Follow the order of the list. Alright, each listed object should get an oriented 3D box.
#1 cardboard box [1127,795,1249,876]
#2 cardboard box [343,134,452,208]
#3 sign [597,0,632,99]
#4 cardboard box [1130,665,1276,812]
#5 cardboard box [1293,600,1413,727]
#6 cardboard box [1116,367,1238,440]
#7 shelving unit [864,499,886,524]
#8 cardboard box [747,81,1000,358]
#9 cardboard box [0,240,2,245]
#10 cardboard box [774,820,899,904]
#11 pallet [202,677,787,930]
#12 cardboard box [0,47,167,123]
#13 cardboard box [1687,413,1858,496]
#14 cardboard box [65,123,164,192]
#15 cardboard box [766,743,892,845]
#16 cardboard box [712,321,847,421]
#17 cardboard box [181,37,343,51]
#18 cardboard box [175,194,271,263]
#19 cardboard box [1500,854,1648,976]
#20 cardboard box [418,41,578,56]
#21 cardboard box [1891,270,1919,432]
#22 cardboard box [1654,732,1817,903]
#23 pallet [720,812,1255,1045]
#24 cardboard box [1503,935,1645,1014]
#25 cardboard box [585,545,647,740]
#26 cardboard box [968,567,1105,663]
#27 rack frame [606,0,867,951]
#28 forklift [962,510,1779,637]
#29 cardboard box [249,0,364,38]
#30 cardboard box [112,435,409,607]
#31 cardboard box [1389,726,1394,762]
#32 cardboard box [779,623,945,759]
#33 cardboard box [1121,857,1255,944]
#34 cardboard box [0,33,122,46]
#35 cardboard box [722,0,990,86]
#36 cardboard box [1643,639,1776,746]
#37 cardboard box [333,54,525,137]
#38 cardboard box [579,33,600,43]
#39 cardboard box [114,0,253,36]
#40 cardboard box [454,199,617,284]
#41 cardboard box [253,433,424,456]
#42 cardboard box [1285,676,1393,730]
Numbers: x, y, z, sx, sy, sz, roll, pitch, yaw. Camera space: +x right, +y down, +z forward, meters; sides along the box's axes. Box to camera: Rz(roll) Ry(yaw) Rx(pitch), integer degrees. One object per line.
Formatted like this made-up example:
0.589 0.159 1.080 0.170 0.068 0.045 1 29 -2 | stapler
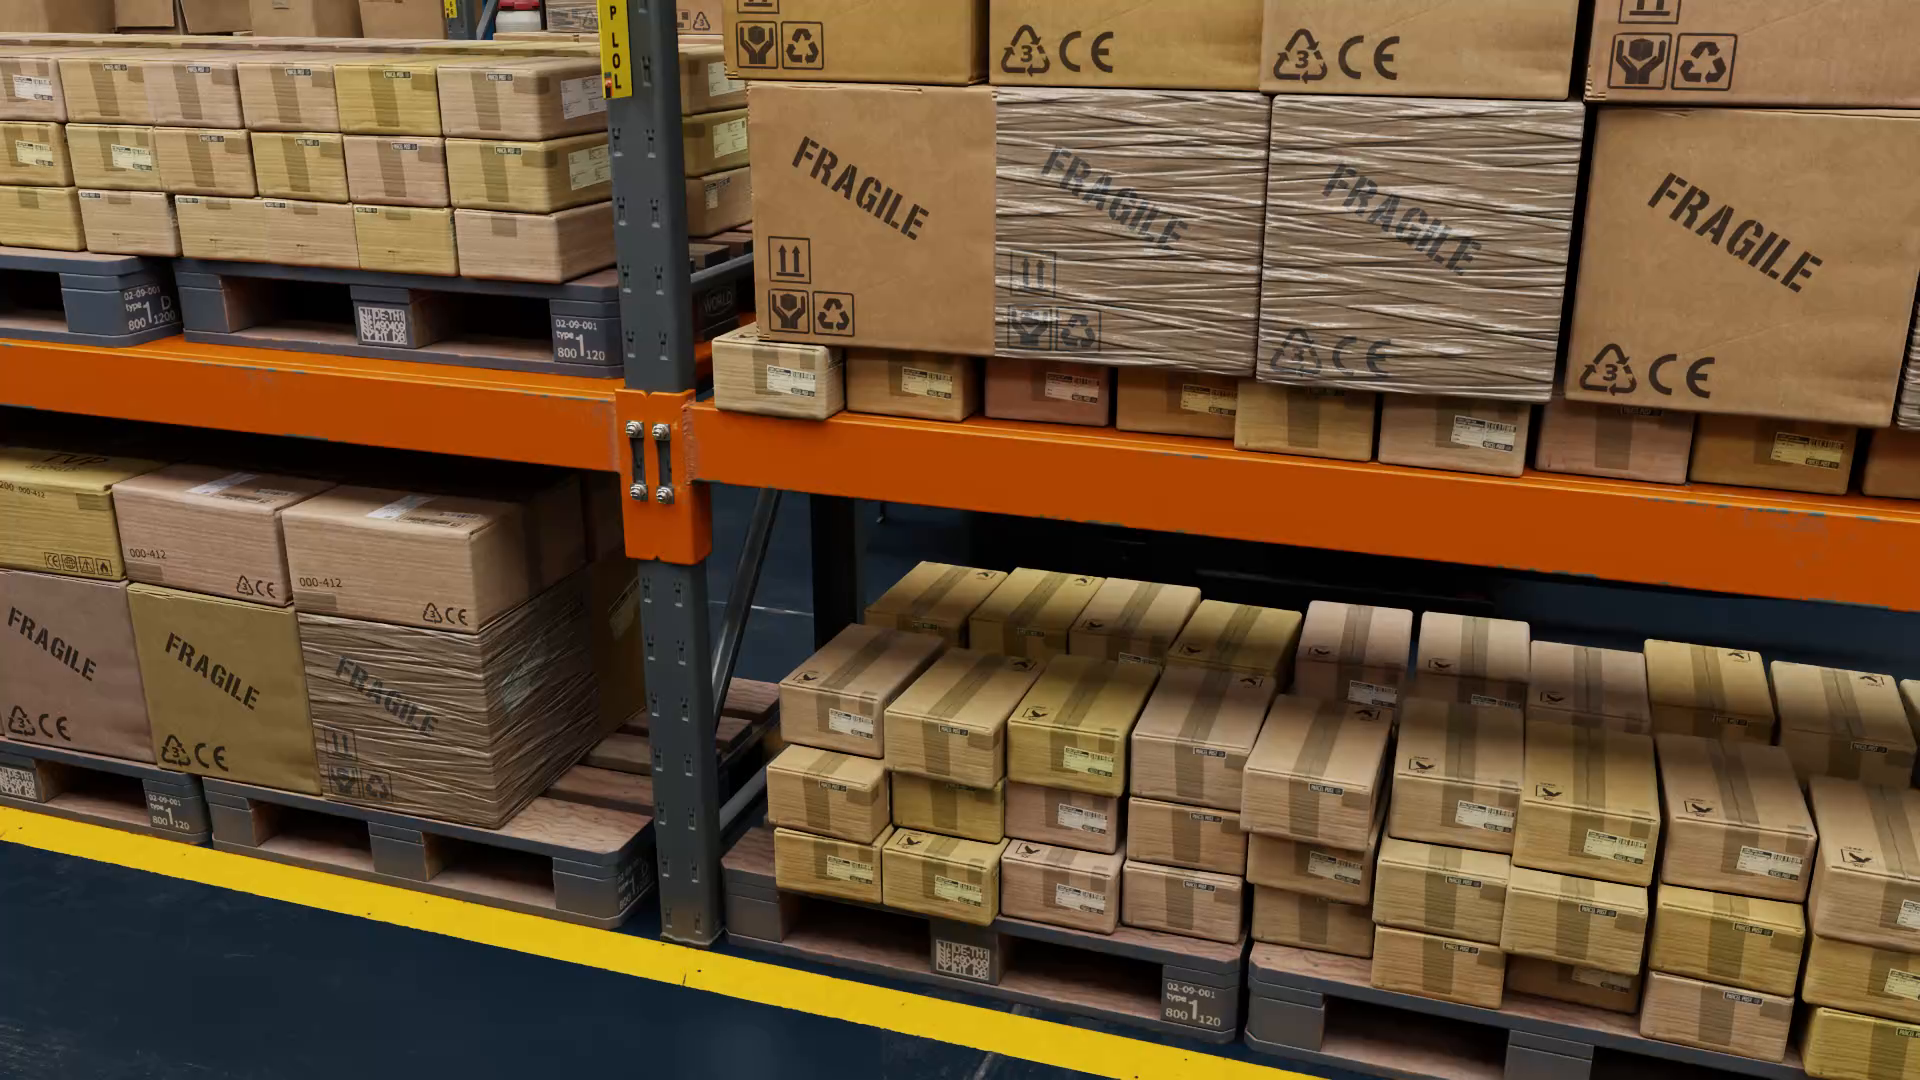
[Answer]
0.525 0.563 3.646 0.250 0.149 0.380 5 20 15 | cardboard box
-1.166 -0.858 3.772 0.250 0.149 0.380 7 20 18 | cardboard box
-0.655 -1.002 3.134 0.005 0.325 0.100 7 20 18 | sign
0.531 0.422 3.598 0.250 0.149 0.380 6 20 17 | cardboard box
0.943 0.289 3.979 0.250 0.149 0.380 6 20 15 | cardboard box
0.476 -0.329 3.343 0.250 0.149 0.380 6 20 16 | cardboard box
-0.133 -0.997 6.247 0.503 2.100 0.431 5 20 15 | shelving unit
-0.091 -0.684 3.377 0.500 0.500 0.500 6 20 17 | cardboard box
-2.400 -0.857 4.223 0.250 0.149 0.380 6 20 16 | cardboard box
-0.238 0.659 3.821 0.250 0.149 0.380 6 20 16 | cardboard box
-1.212 0.605 4.519 1.213 0.211 1.003 7 20 18 | pallet
-2.151 -1.112 4.050 0.250 0.149 0.380 6 20 16 | cardboard box
1.457 -0.215 3.017 0.250 0.149 0.380 7 20 19 | cardboard box
-1.905 -0.942 4.014 0.250 0.149 0.380 5 20 15 | cardboard box
-0.239 0.518 3.774 0.250 0.149 0.380 8 21 21 | cardboard box
-0.316 -0.377 3.482 0.250 0.149 0.380 7 21 20 | cardboard box
-1.919 -1.313 4.627 0.250 0.149 0.380 7 21 20 | cardboard box
-1.634 -0.772 3.976 0.250 0.149 0.380 5 20 15 | cardboard box
1.220 0.681 3.306 0.250 0.149 0.380 7 20 19 | cardboard box
-1.204 -1.231 4.390 0.250 0.149 0.380 7 20 19 | cardboard box
1.826 -0.461 2.738 0.500 0.500 0.500 7 20 18 | cardboard box
1.506 0.537 3.268 0.250 0.149 0.380 6 20 16 | cardboard box
0.170 0.750 4.103 1.213 0.211 1.003 7 20 18 | pallet
1.274 0.791 3.442 0.250 0.149 0.380 7 20 20 | cardboard box
-1.087 0.192 4.628 0.500 0.500 0.500 7 21 20 | cardboard box
0.199 0.212 4.201 0.250 0.149 0.380 7 20 19 | cardboard box
-0.476 -0.628 3.821 0.127 3.000 1.000 7 20 18 | rack frame
1.581 -1.202 5.669 3.031 2.867 1.129 5 20 15 | forklift
-3.615 -2.912 9.583 0.500 0.500 0.700 10 21 26 | cardboard box
-1.744 -0.062 4.216 0.500 0.250 0.500 8 21 21 | cardboard box
0.984 0.568 4.082 0.250 0.149 0.380 6 20 18 | cardboard box
-0.219 0.341 3.831 0.250 0.149 0.380 7 21 20 | cardboard box
0.521 0.710 3.674 0.250 0.149 0.380 6 20 17 | cardboard box
-2.678 -1.399 4.871 0.250 0.149 0.380 7 20 18 | cardboard box
-0.130 -1.163 3.233 0.500 0.500 0.500 7 20 19 | cardboard box
1.669 0.373 3.739 0.250 0.149 0.380 7 20 19 | cardboard box
-1.174 -1.000 3.728 0.250 0.149 0.380 6 20 16 | cardboard box
-1.674 -2.446 8.885 0.500 0.500 0.500 6 20 17 | cardboard box
-4.642 -3.112 10.152 0.637 0.503 0.797 9 21 24 | cardboard box
-0.917 -0.689 3.739 0.250 0.149 0.380 6 20 17 | cardboard box
-1.592 -0.219 4.667 0.500 0.250 0.500 7 20 20 | cardboard box
0.896 0.443 3.991 0.250 0.149 0.380 7 20 19 | cardboard box
